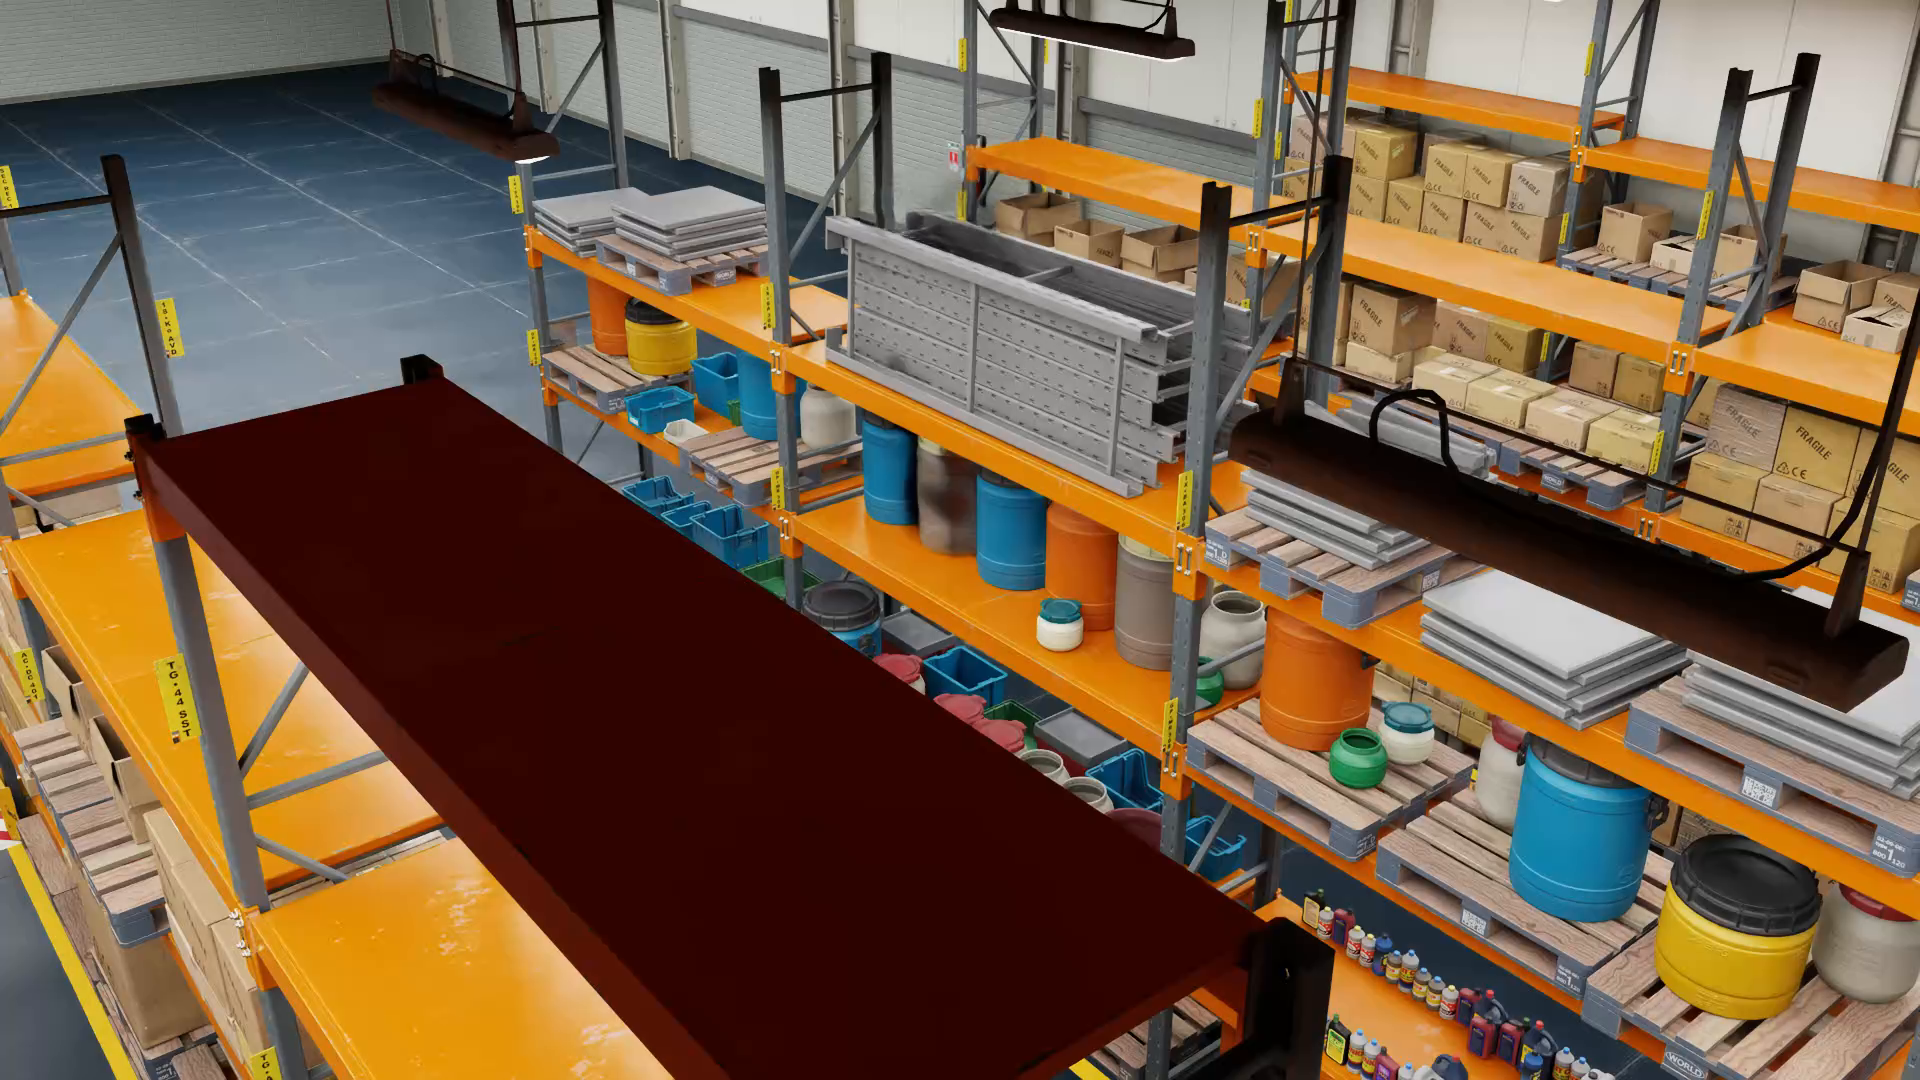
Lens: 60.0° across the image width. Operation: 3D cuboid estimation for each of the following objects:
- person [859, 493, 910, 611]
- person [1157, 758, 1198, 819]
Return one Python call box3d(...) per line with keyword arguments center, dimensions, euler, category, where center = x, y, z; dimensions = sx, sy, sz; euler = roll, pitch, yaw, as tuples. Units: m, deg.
box3d(center=(-0.740, -0.122, 15.759), dimensions=(0.806, 1.836, 0.670), euler=(19, 32, 34), category="person")
box3d(center=(1.645, 1.509, 12.558), dimensions=(0.687, 1.885, 0.680), euler=(-20, 32, -36), category="person")
